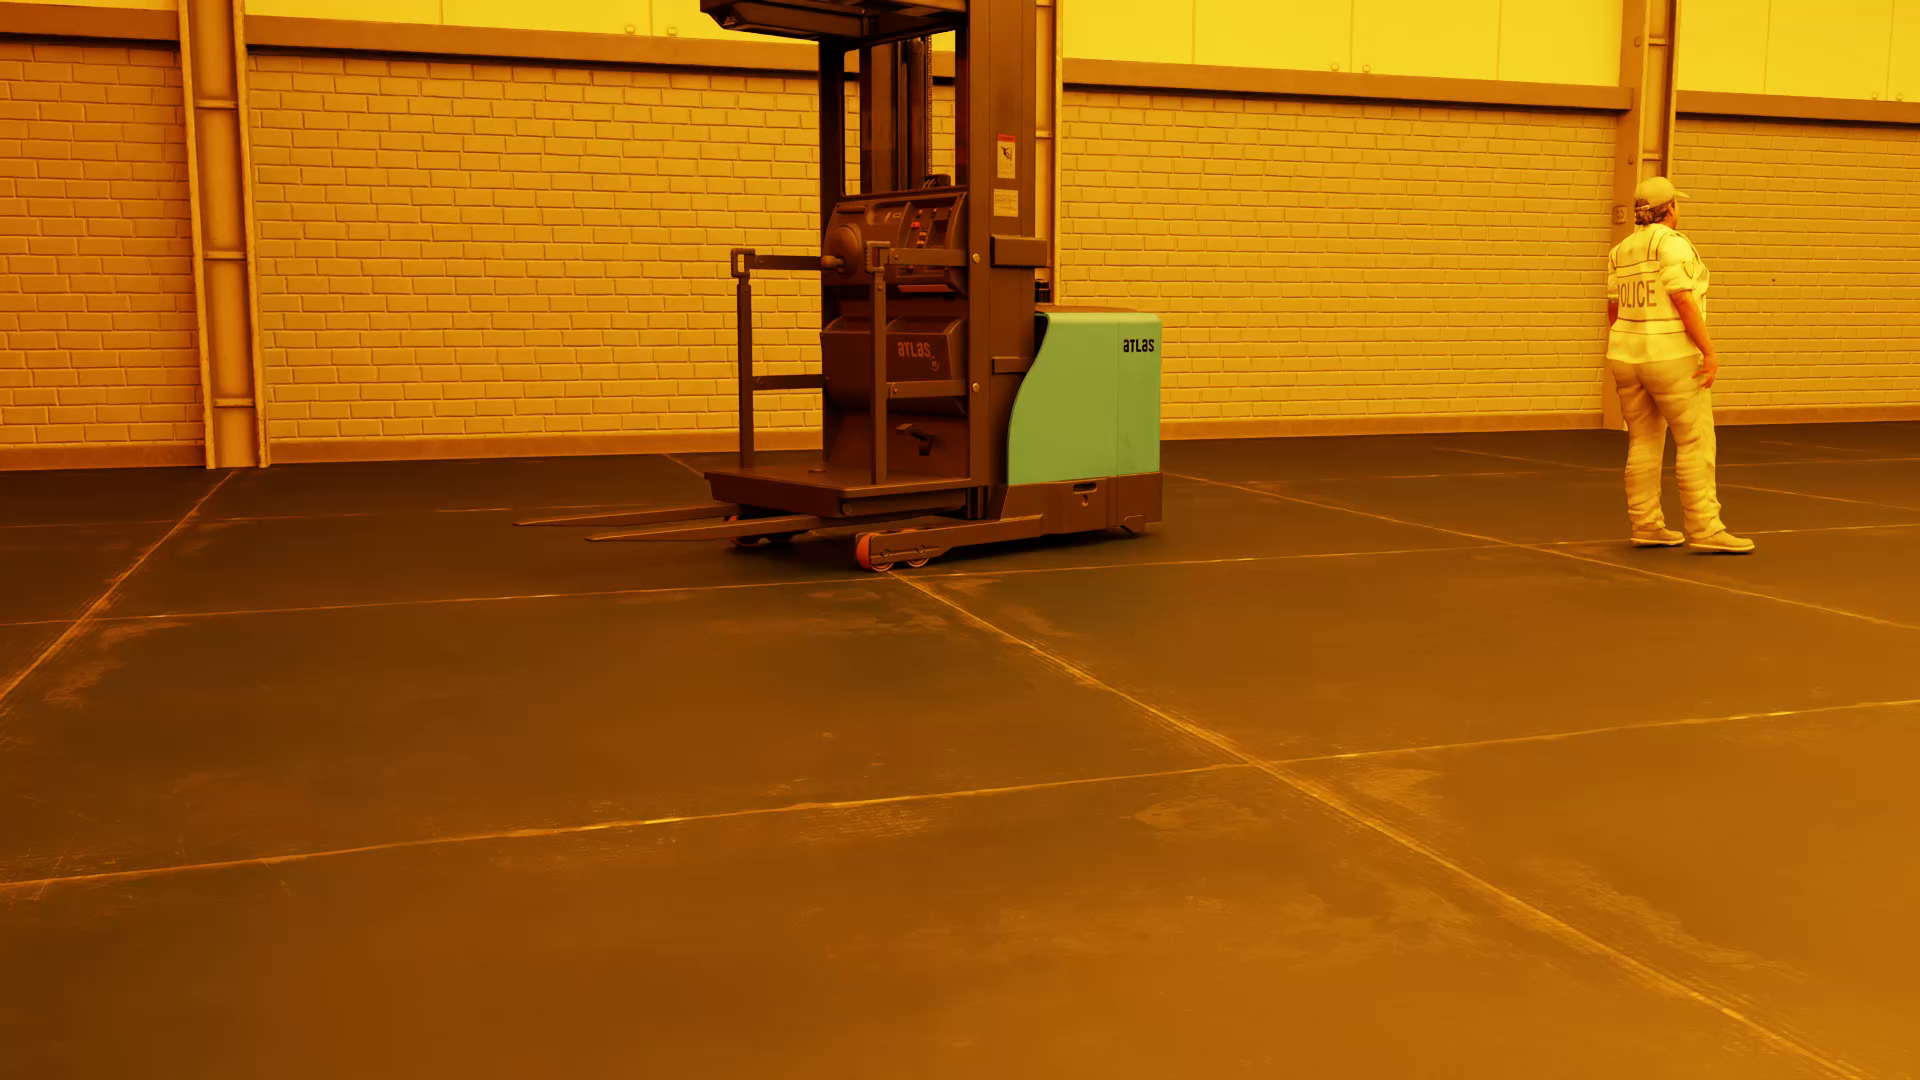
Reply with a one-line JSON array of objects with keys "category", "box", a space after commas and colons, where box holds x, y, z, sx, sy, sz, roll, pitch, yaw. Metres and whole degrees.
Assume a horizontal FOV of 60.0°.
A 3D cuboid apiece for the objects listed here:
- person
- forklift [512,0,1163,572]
[{"category": "person", "box": [3.252, -0.798, 7.551, 0.529, 1.670, 0.599, -3, 8, -18]}, {"category": "forklift", "box": [-0.461, -1.399, 7.333, 3.031, 2.935, 1.130, -7, 10, -40]}]
